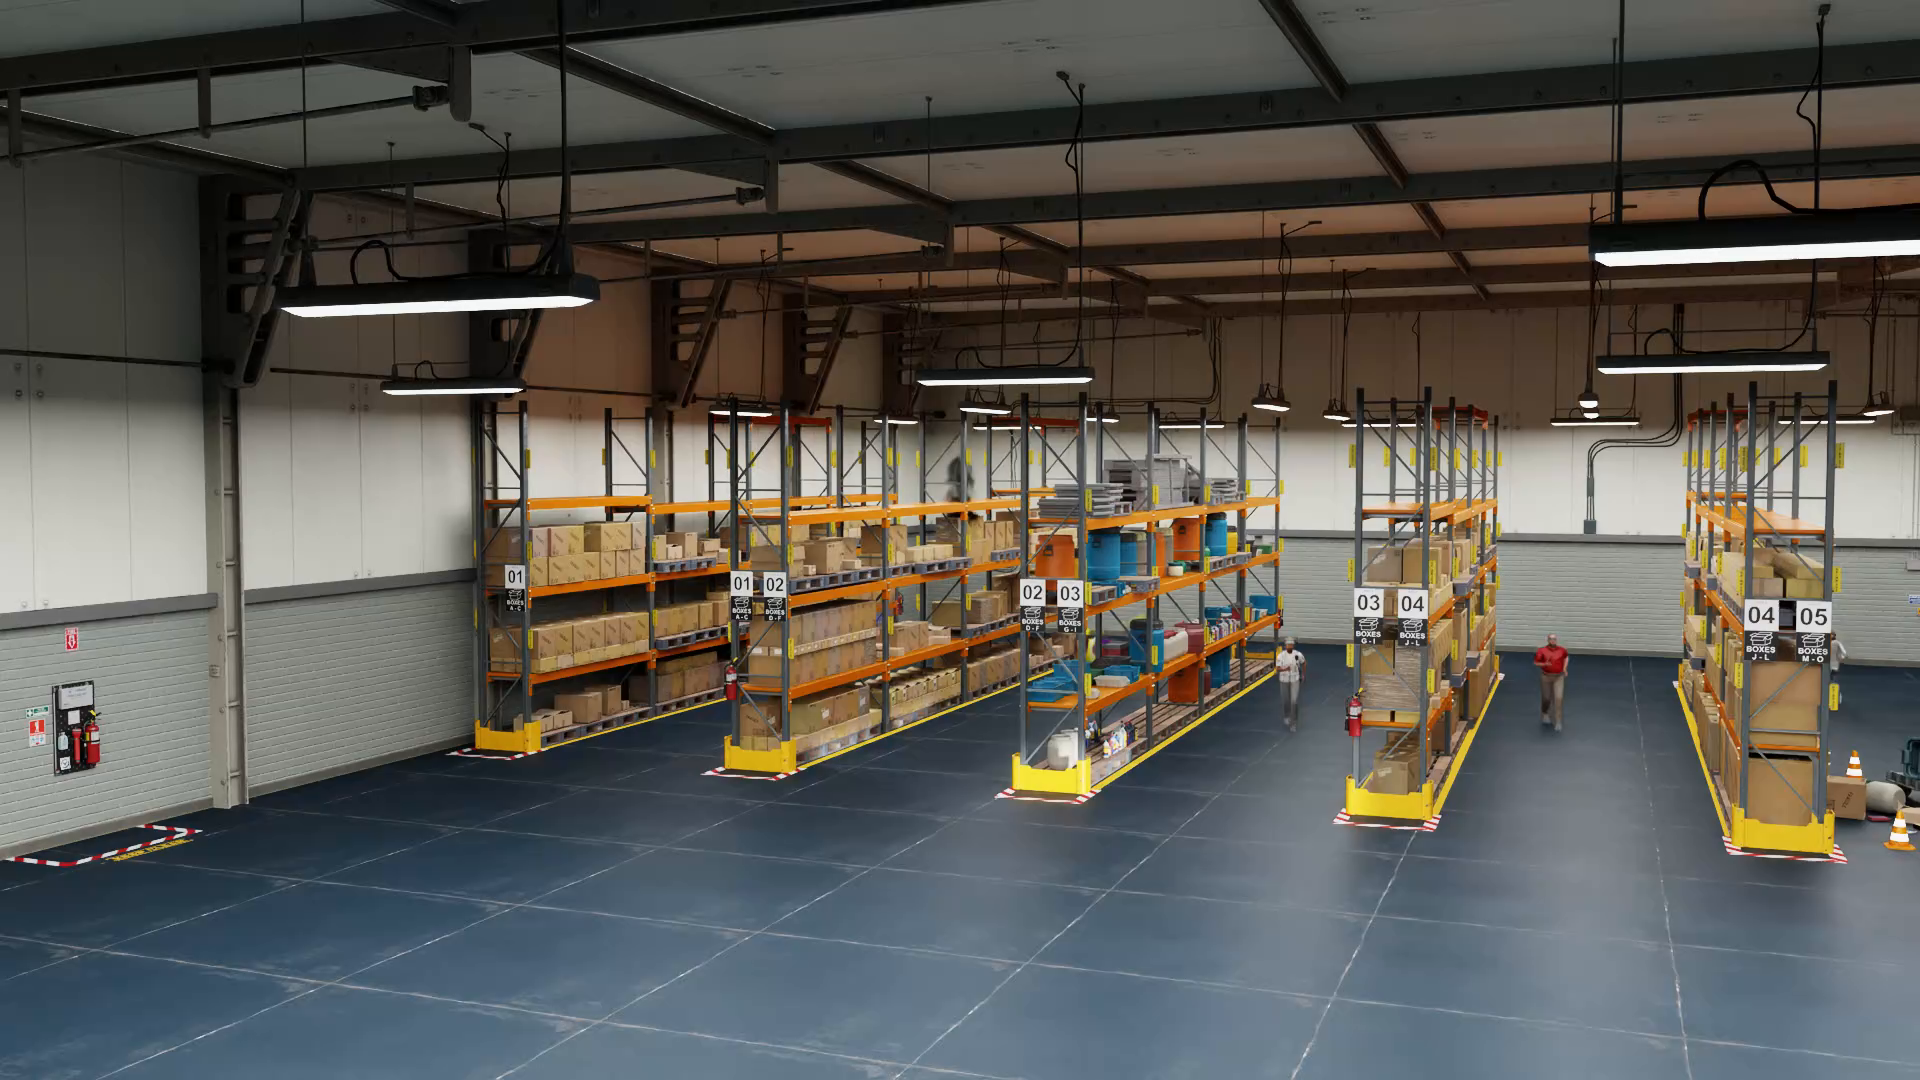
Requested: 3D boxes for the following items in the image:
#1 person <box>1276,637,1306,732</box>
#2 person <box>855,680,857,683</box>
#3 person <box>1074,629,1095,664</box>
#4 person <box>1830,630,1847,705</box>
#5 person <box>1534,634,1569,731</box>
[{"bbox_3d":[6.118,2.677,30.772,0.540,1.779,0.786,1,3,15],"label":"person"},{"bbox_3d":[-2.335,2.384,37.284,0.562,1.609,0.589,1,3,11],"label":"person"},{"bbox_3d":[2.577,2.572,33.024,0.696,1.692,0.825,1,3,27],"label":"person"},{"bbox_3d":[17.580,2.590,33.644,0.521,1.555,0.540,0,3,5],"label":"person"},{"bbox_3d":[11.014,2.617,30.960,0.655,1.756,0.917,1,3,12],"label":"person"}]
